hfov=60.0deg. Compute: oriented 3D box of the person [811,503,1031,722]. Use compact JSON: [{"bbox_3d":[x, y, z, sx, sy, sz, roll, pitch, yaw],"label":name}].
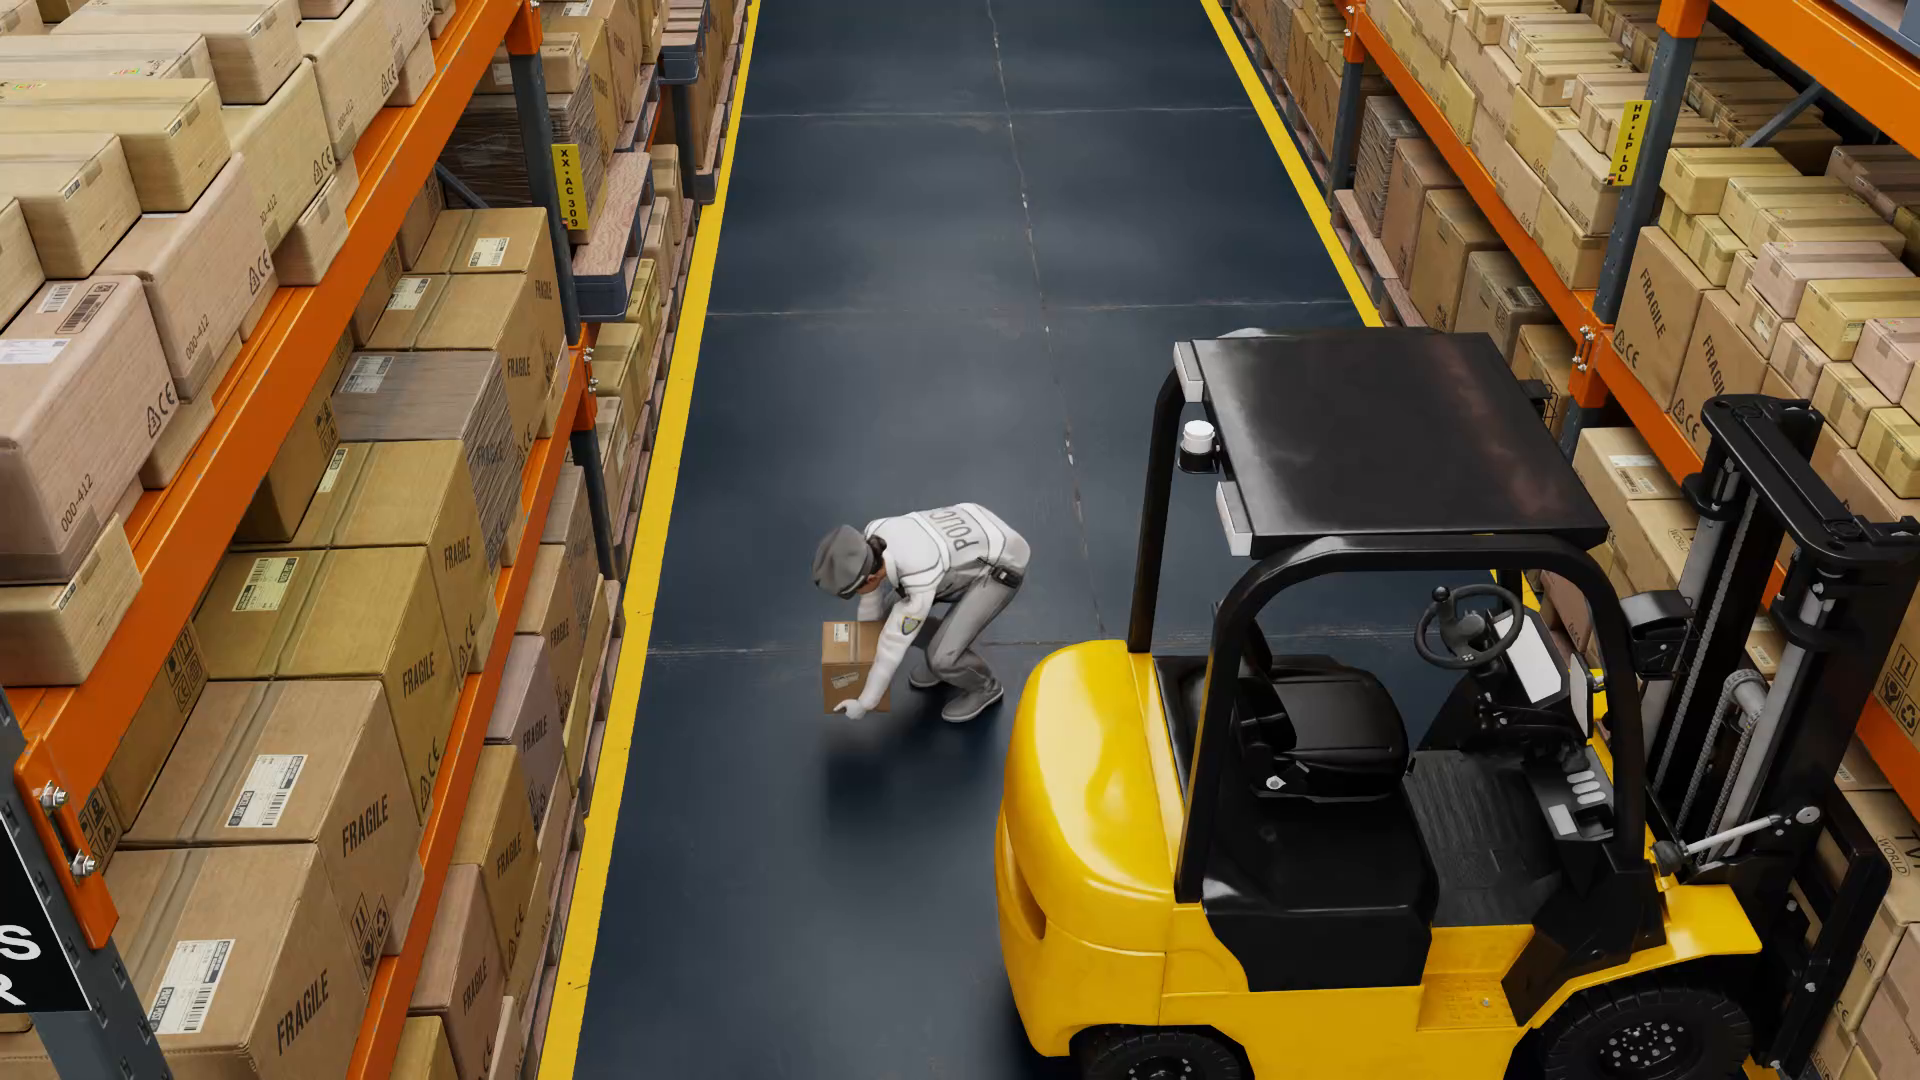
[{"bbox_3d":[-0.151,0.267,6.368,0.903,0.978,0.467,-21,41,-27],"label":"person"}]
